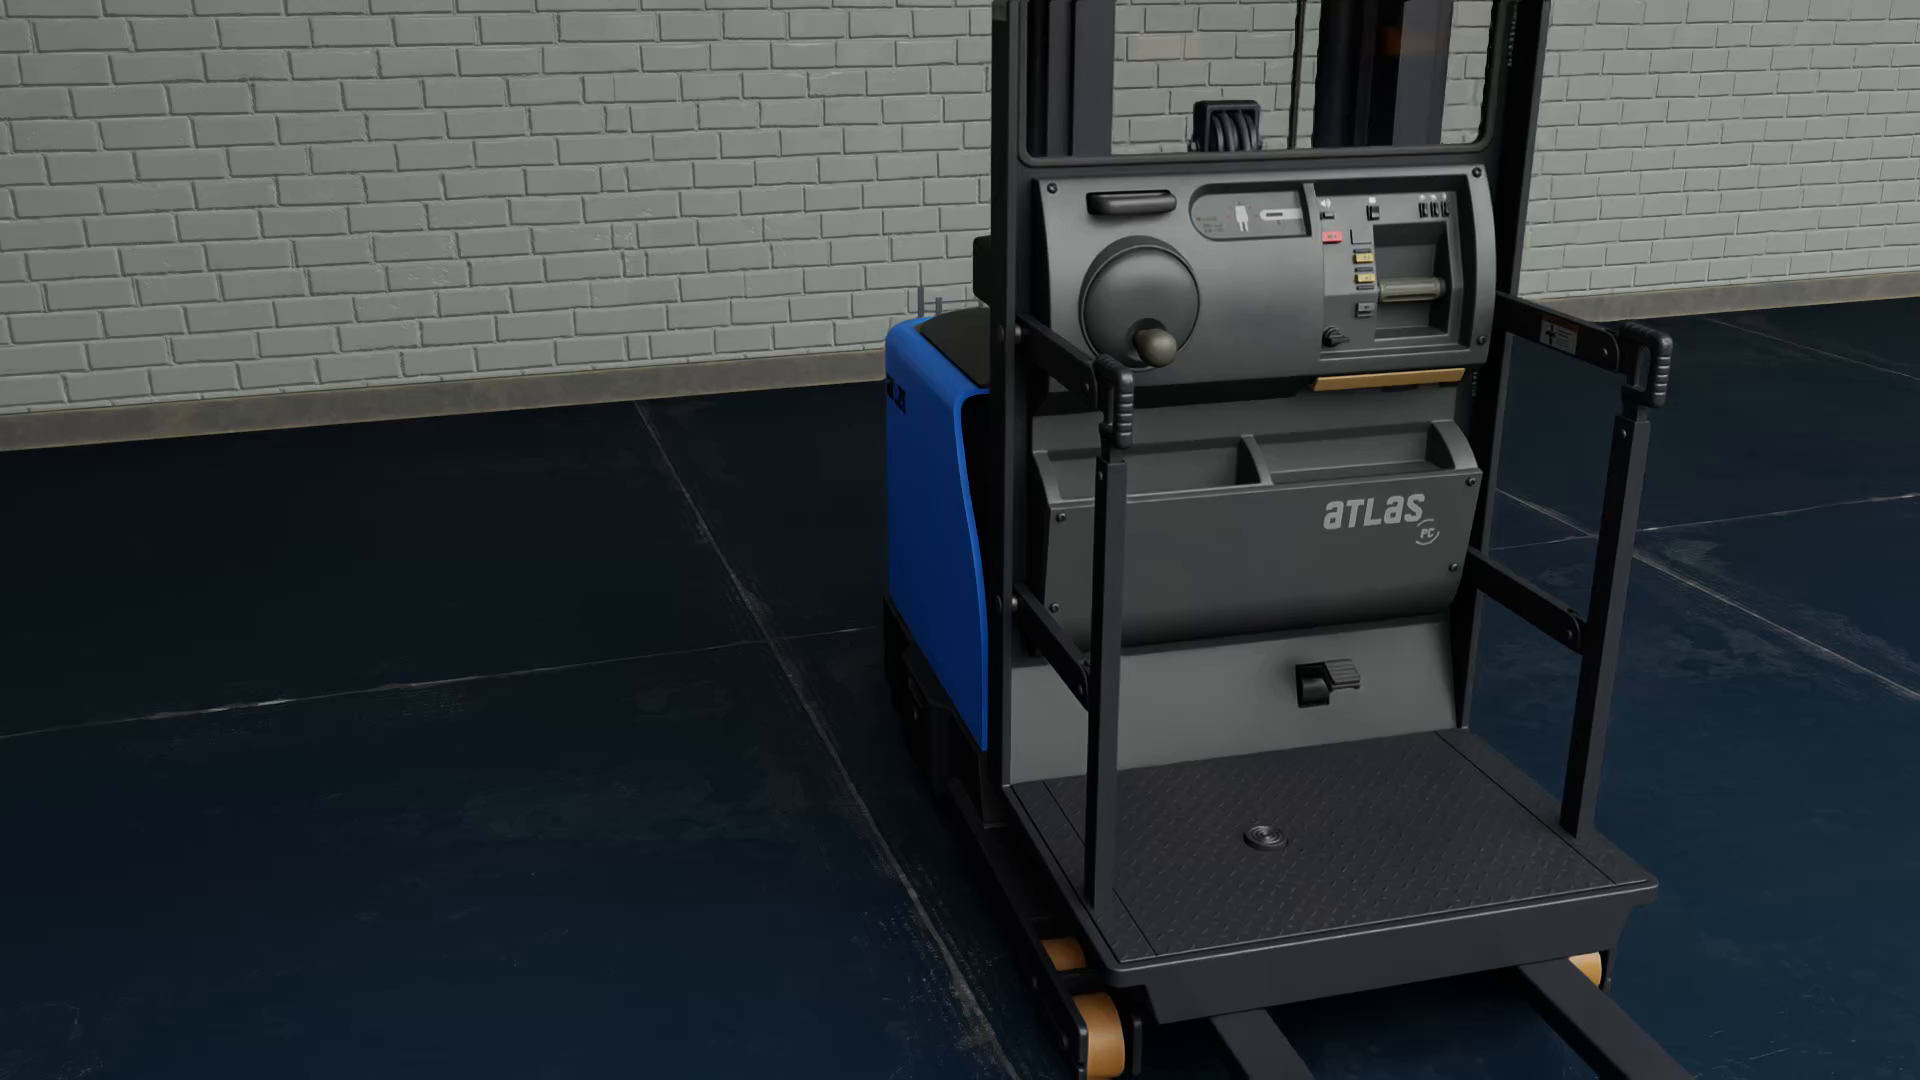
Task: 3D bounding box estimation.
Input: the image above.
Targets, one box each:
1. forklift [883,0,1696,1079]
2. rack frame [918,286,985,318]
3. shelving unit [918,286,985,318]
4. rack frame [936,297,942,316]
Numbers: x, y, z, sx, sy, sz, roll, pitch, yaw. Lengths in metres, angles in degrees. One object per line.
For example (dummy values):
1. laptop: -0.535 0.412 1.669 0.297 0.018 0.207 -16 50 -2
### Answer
1. forklift: 0.659 -0.513 3.008 1.130 2.935 3.031 -5 20 -14
2. rack frame: -0.029 -0.454 5.848 0.240 0.900 0.006 -6 21 -17
3. shelving unit: 0.003 -0.421 5.757 0.258 0.900 0.210 -6 21 -17
4. rack frame: 0.034 -0.388 5.666 0.240 0.900 0.006 -6 21 -17
